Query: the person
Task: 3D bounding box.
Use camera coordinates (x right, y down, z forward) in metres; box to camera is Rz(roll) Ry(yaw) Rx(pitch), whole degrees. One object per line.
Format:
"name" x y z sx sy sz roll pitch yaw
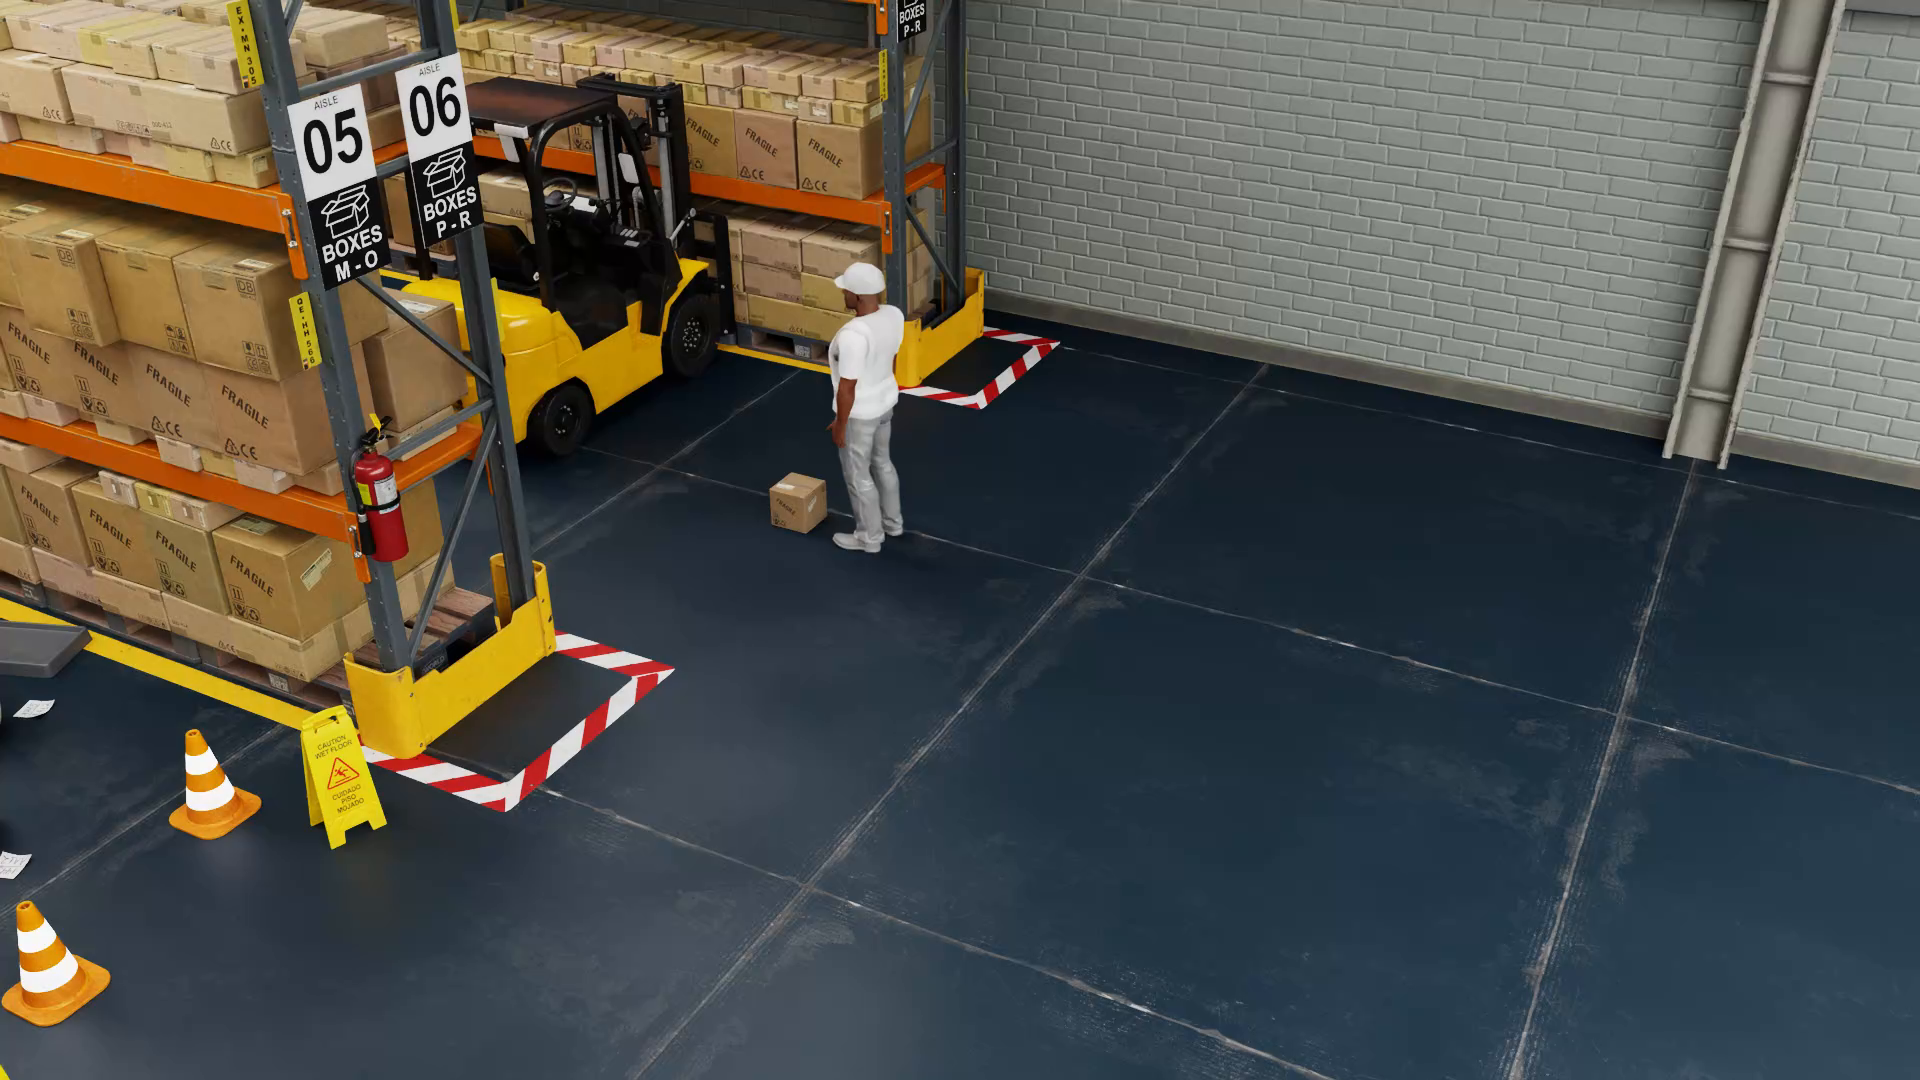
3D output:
"person" -0.547 -0.761 9.602 0.351 1.767 0.560 15 33 24
